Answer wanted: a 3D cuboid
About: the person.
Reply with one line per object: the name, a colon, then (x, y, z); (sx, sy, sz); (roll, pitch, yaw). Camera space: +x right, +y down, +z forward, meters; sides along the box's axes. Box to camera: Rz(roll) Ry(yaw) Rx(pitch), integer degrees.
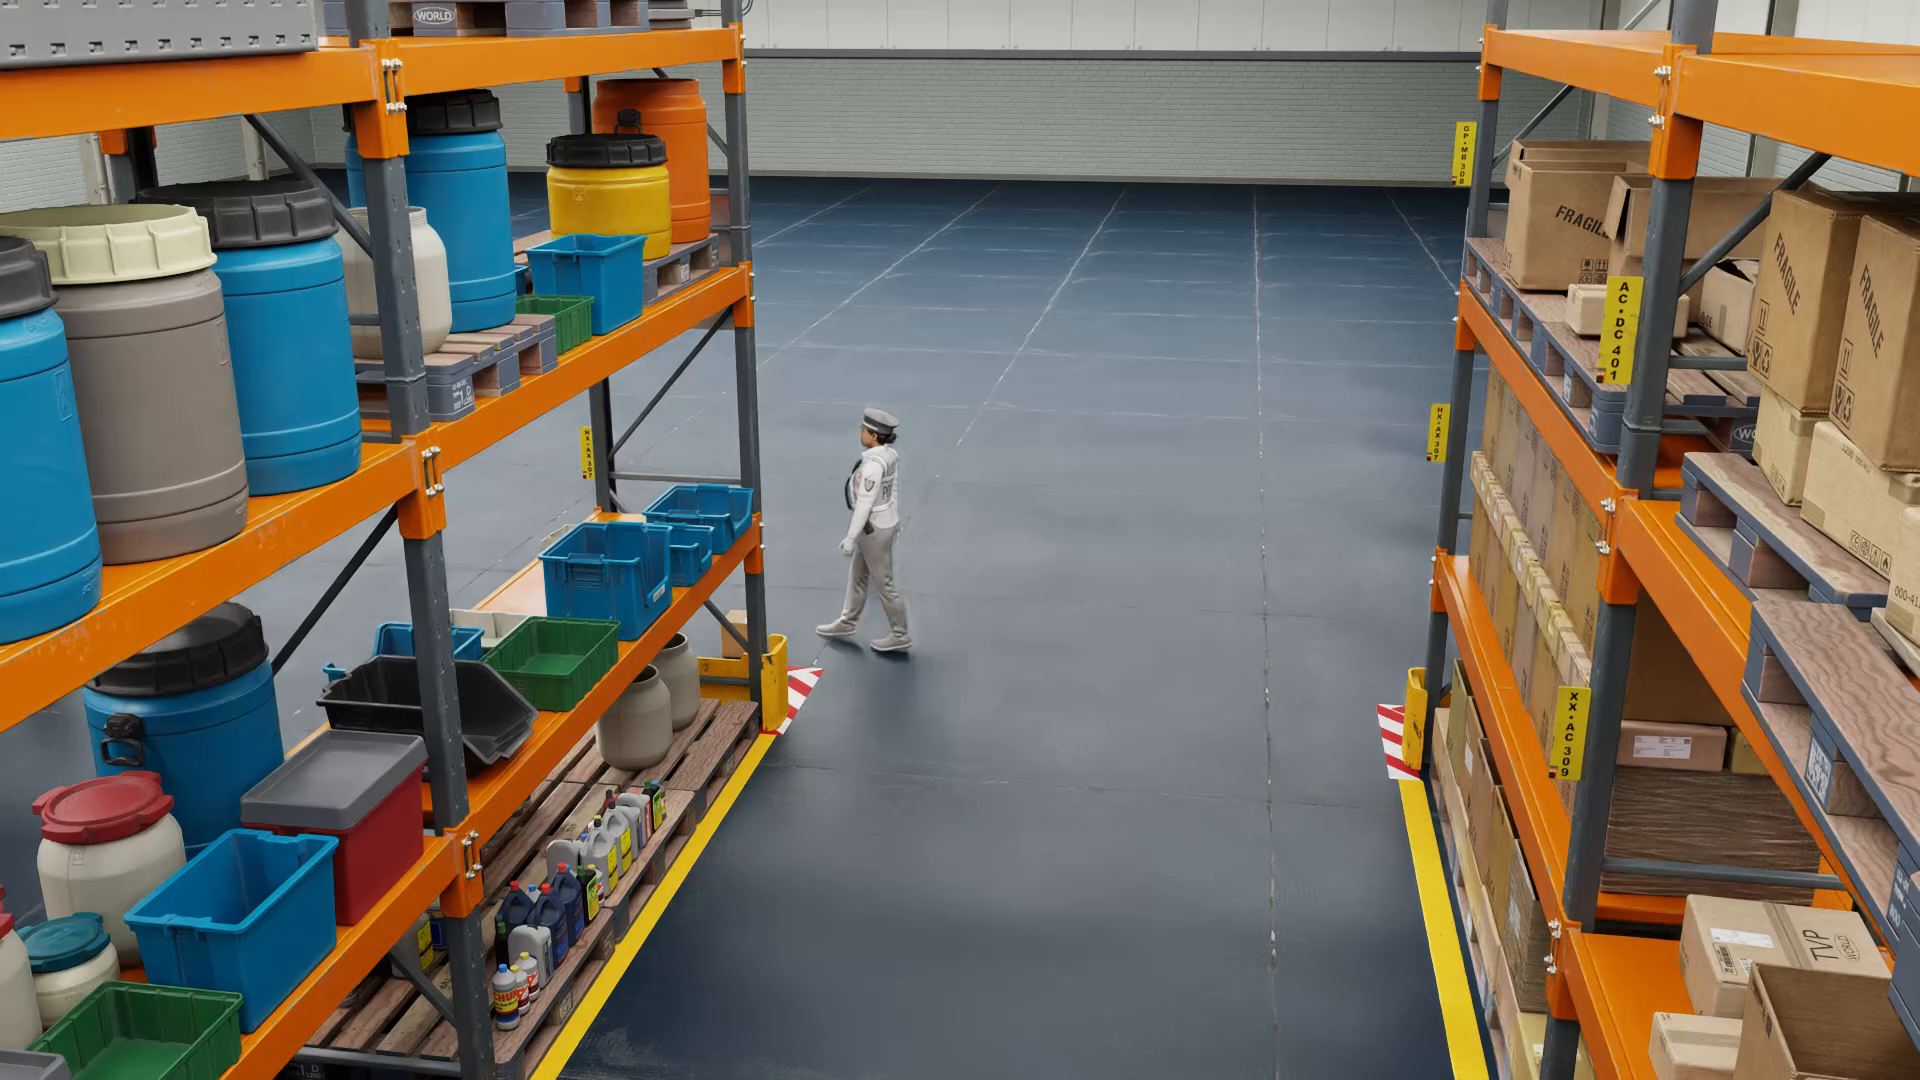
person: (-0.686, -0.078, 11.184); (0.693, 1.664, 0.498); (3, 18, 8)
